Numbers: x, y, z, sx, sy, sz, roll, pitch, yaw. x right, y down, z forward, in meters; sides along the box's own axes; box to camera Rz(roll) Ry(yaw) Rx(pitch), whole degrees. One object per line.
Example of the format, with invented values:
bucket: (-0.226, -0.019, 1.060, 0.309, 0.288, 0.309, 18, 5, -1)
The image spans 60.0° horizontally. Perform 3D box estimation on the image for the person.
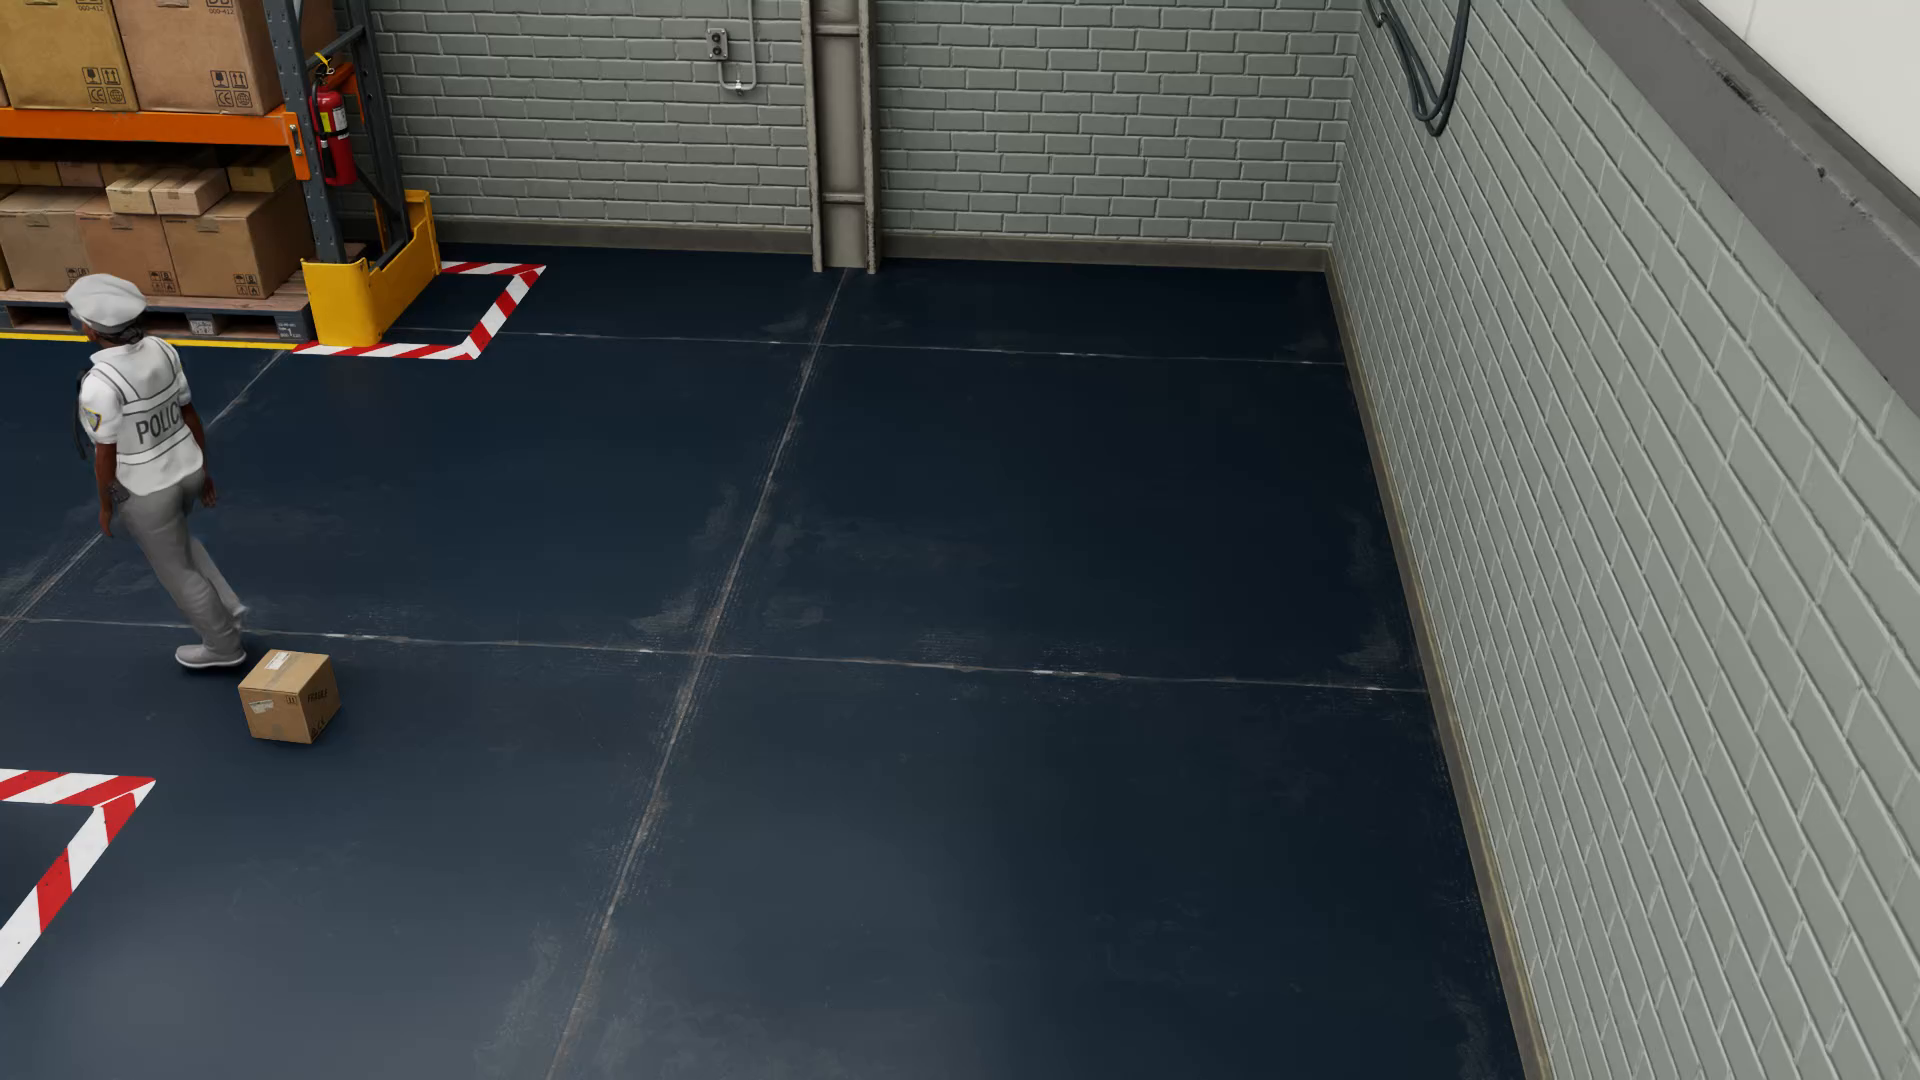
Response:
person: (-3.141, -0.218, 6.437, 0.439, 1.718, 0.433, 7, 33, 11)
